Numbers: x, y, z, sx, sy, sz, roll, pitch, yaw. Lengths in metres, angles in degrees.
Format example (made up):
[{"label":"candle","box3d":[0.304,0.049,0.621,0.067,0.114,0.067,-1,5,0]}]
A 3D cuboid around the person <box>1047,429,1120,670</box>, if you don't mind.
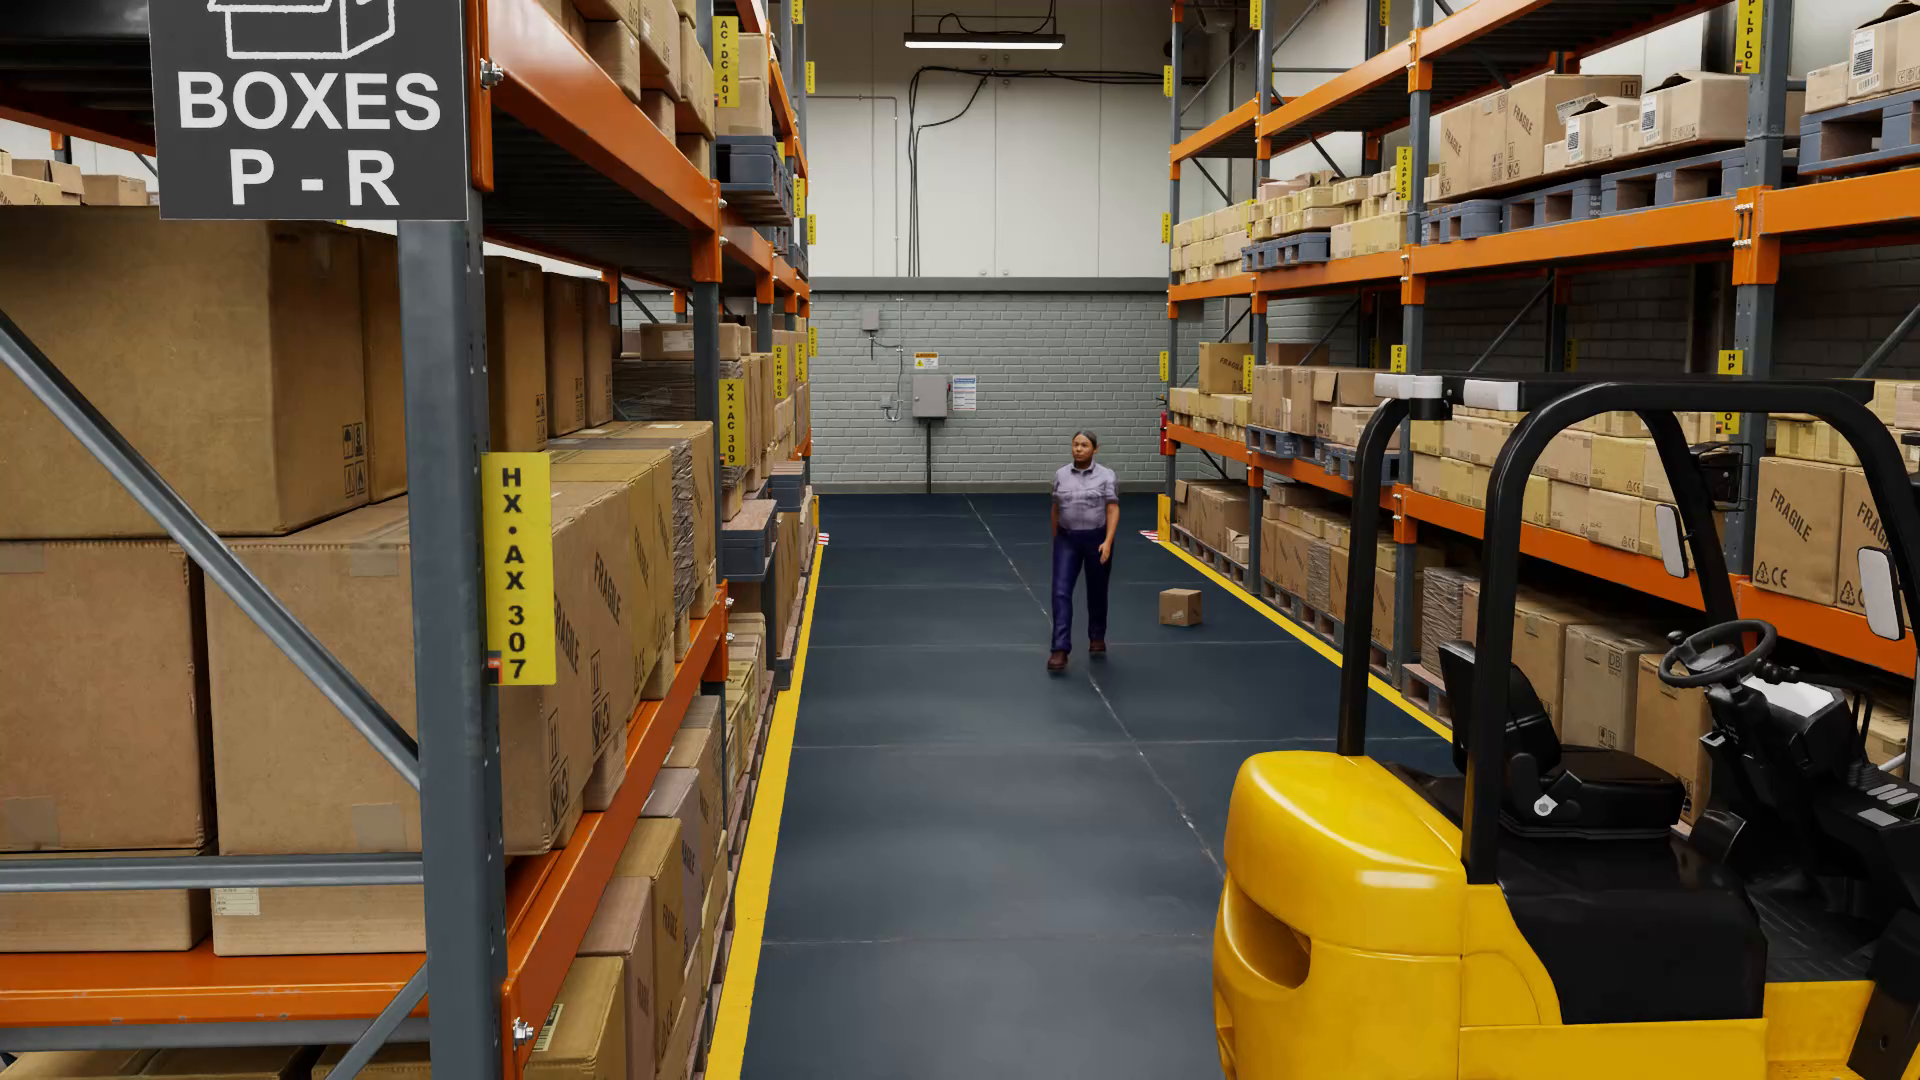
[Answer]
[{"label":"person","box3d":[0.843,0.037,11.389,0.493,1.586,0.997,1,7,11]}]
